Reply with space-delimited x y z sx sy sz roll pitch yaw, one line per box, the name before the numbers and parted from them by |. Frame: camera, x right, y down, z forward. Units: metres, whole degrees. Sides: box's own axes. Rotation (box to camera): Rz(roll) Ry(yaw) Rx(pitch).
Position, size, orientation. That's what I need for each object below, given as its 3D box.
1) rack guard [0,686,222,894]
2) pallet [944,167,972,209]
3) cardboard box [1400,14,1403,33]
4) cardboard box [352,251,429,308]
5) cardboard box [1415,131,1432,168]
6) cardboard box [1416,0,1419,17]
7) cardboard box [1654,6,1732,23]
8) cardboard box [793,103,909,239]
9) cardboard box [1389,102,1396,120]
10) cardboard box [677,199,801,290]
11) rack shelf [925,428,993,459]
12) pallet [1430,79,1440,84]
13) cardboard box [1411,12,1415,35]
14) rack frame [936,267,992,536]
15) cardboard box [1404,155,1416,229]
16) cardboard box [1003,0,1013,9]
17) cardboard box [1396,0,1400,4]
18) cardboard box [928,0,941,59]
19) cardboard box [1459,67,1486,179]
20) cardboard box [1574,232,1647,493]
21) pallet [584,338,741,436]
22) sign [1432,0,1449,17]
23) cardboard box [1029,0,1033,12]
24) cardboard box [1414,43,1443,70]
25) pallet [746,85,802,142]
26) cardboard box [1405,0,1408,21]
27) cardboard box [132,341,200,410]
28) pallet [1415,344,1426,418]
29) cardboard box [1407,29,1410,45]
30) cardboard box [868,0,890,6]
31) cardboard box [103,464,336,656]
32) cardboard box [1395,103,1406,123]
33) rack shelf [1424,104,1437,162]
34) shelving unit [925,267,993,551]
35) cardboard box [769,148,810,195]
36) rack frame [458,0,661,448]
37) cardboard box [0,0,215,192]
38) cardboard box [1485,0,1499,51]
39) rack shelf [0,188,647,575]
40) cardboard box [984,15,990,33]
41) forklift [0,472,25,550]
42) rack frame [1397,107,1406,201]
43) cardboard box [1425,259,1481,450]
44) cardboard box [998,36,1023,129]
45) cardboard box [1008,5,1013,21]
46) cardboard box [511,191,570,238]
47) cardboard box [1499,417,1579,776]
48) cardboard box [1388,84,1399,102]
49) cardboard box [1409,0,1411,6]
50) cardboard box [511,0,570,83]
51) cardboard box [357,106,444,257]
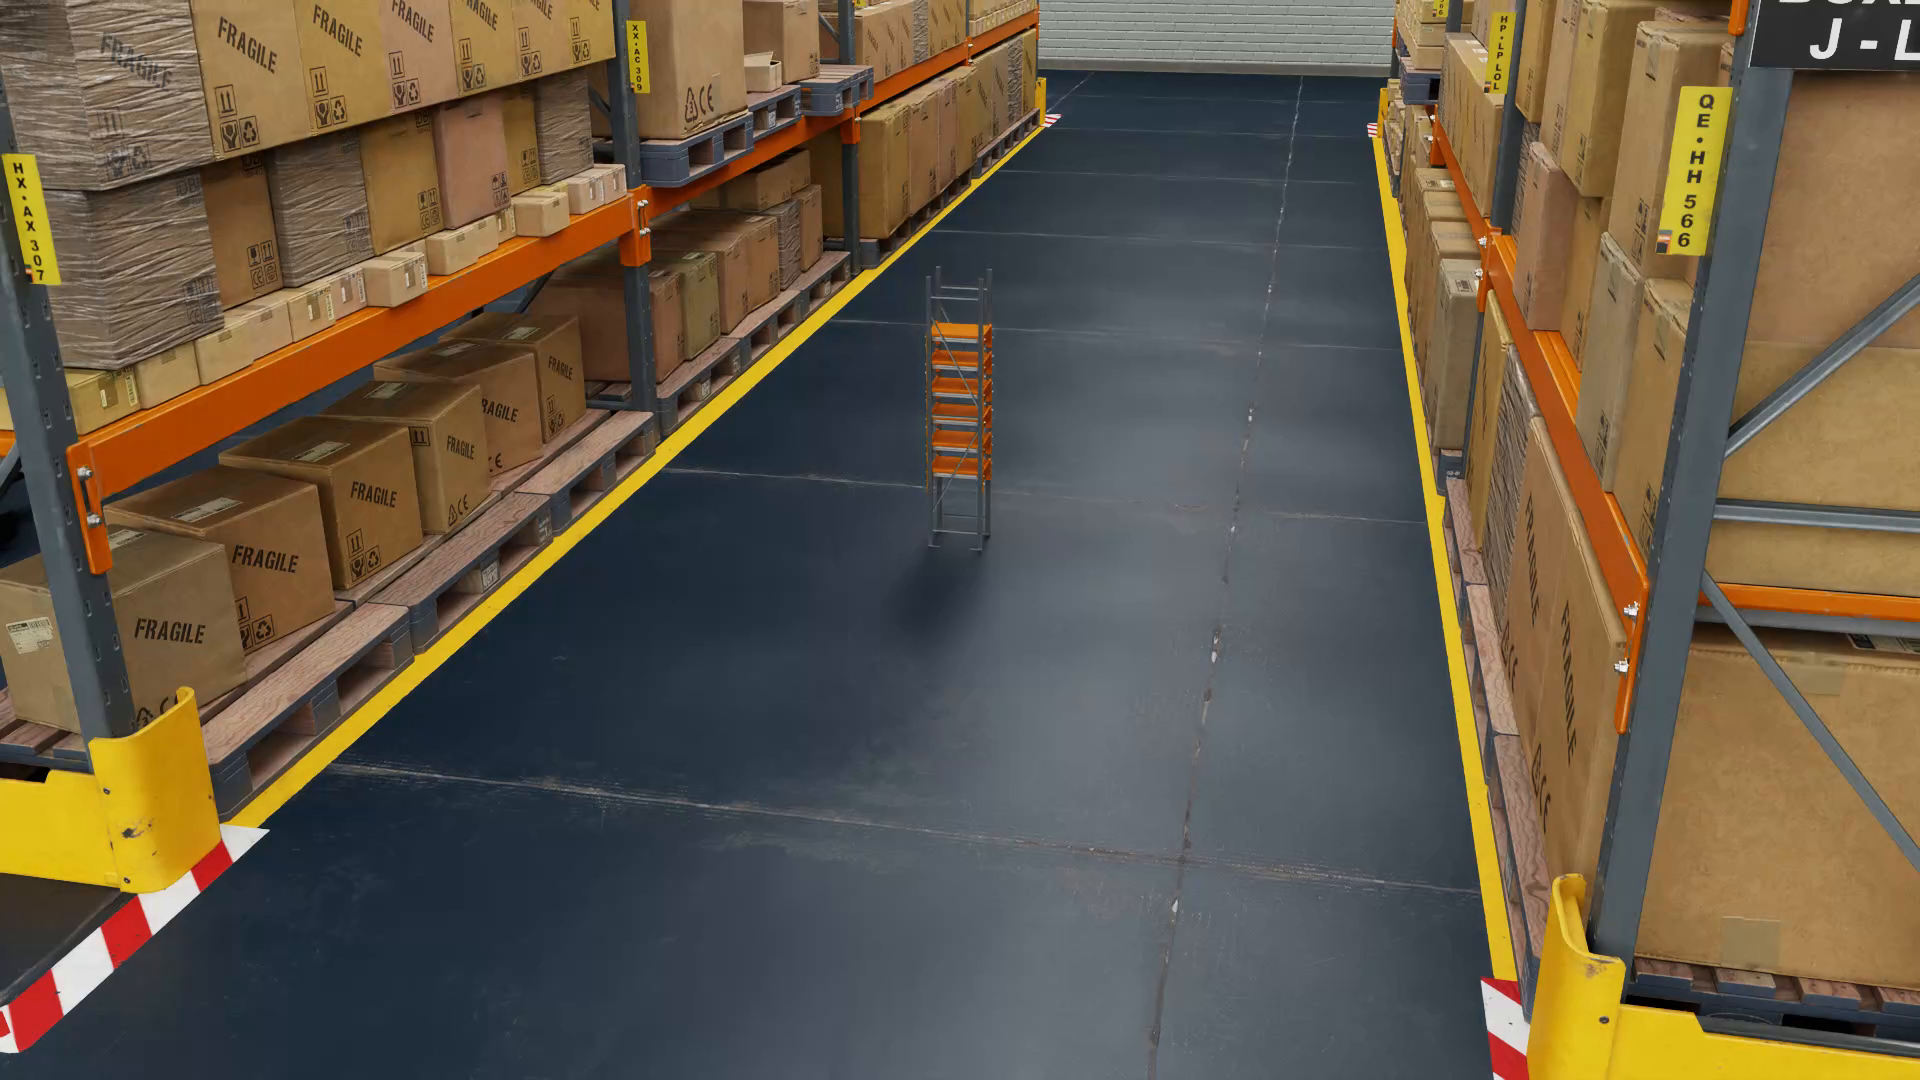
rack guard | -2.849 0.689 4.974 1.175 0.500 0.348 4 22 11
pallet | -0.499 -3.250 15.141 1.003 0.211 1.213 4 22 11
cardboard box | 3.783 -4.193 13.523 0.380 0.149 0.250 5 22 11
cardboard box | -2.172 -0.954 6.043 0.380 0.149 0.250 4 22 11
cardboard box | 3.578 -2.792 12.052 0.500 0.250 0.500 5 22 12
cardboard box | 3.308 -3.614 11.289 0.380 0.149 0.250 4 22 10
cardboard box | 2.354 -1.134 4.507 0.875 0.550 0.550 4 22 11
cardboard box | -1.071 -2.829 12.644 1.225 0.875 0.875 3 22 8
cardboard box | 4.644 -4.440 17.219 0.380 0.149 0.250 5 23 13
cardboard box | -1.450 -1.963 10.969 0.700 0.500 0.500 3 22 6
rack shelf | -0.003 -0.399 7.178 0.258 0.103 0.180 4 22 11
pallet | 3.967 -3.592 12.513 1.003 0.211 1.213 4 22 11
cardboard box | 3.414 -3.671 11.829 0.380 0.149 0.250 5 22 11
rack frame | 0.016 -0.585 7.199 0.240 1.200 0.006 4 22 11
cardboard box | 3.683 -2.634 12.662 0.500 0.500 0.500 3 22 9
cardboard box | 0.252 -5.603 17.053 0.500 0.250 0.500 4 22 11
cardboard box | 4.873 -5.921 17.507 0.500 0.500 0.500 6 23 13
cardboard box | -0.451 -4.314 13.916 0.500 0.500 0.500 4 22 10
cardboard box | 2.838 -2.118 8.464 0.500 0.500 0.500 5 22 11
cardboard box | 2.093 -0.439 4.229 0.875 0.550 0.550 4 22 11
pallet | -1.891 -0.897 9.299 1.003 0.211 1.213 4 22 11
sign | 3.070 -3.492 10.565 0.100 0.325 0.005 4 22 11
cardboard box | 0.599 -5.927 18.392 0.380 0.149 0.250 5 22 11
cardboard box | 3.254 -3.247 11.176 0.380 0.149 0.250 5 22 12
pallet | -1.596 -2.553 9.933 1.003 0.211 1.213 4 22 11
cardboard box | 3.680 -4.141 12.995 0.380 0.149 0.250 5 23 13
cardboard box | -2.503 -0.502 4.922 0.380 0.149 0.250 4 22 11
pallet | 3.117 -0.933 9.387 1.003 0.211 1.213 4 22 11
cardboard box | 3.521 -3.716 12.340 0.380 0.149 0.250 5 23 13
cardboard box | -0.931 -4.385 12.749 0.797 0.503 0.637 5 22 12
cardboard box | -2.632 0.073 5.940 0.500 0.500 0.500 11 24 25
cardboard box | 4.388 -4.098 15.971 0.380 0.149 0.250 3 22 8
rack shelf | 4.011 -3.351 12.623 1.077 0.370 4.000 4 22 11
shelving unit | -0.003 -0.551 7.116 0.258 1.200 0.189 4 22 11
cardboard box | -1.339 -2.514 11.334 0.500 0.250 0.500 5 23 13
rack frame | -2.048 -1.906 8.071 1.000 3.000 0.127 4 22 11
cardboard box | -2.485 -1.271 4.625 0.500 0.500 0.500 4 22 11
cardboard box | 3.297 -2.928 9.135 0.700 0.500 0.500 4 22 10
rack shelf | -2.456 -0.841 6.389 1.077 0.370 4.000 4 22 11
cardboard box | 0.077 -4.990 16.066 0.380 0.149 0.250 5 23 13
forklift | -4.759 -1.268 6.579 1.130 2.935 3.031 5 23 13
rack frame | 4.419 -4.417 14.305 1.000 3.000 0.127 4 22 11
cardboard box | 2.826 -0.876 7.963 1.050 0.750 0.750 4 22 11
cardboard box | 0.163 -4.931 17.863 0.875 0.875 0.875 4 22 11
cardboard box | 0.338 -5.464 17.241 0.380 0.149 0.250 5 22 12
cardboard box | -1.916 -1.411 7.178 0.380 0.149 0.250 4 22 11
cardboard box | 2.222 0.188 5.154 0.875 0.875 0.875 4 22 10
cardboard box | 4.681 -4.670 17.391 0.380 0.149 0.250 4 22 11
cardboard box | 3.574 -4.090 12.471 0.380 0.149 0.250 5 23 13
cardboard box | -1.971 -2.185 6.895 0.500 0.500 0.500 4 22 11
cardboard box | -2.483 -1.380 6.233 0.875 0.500 0.500 4 22 11
